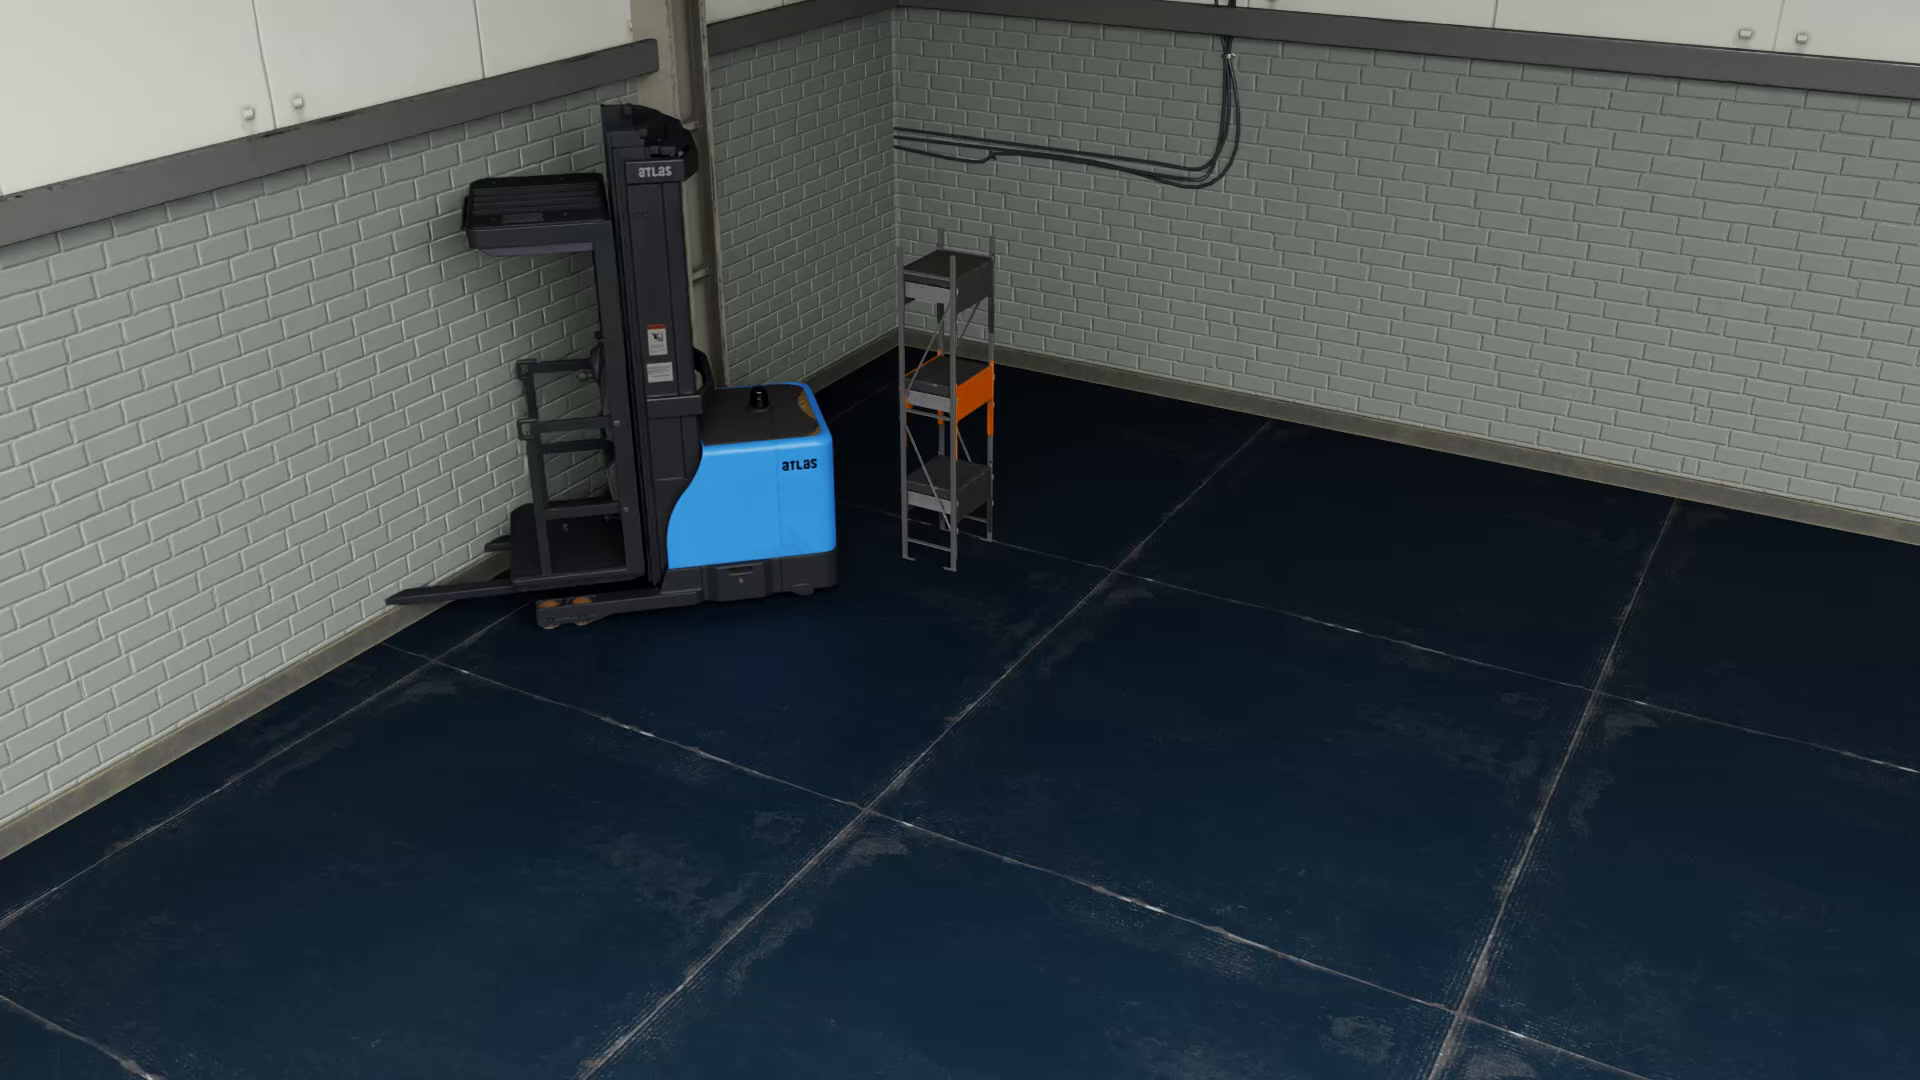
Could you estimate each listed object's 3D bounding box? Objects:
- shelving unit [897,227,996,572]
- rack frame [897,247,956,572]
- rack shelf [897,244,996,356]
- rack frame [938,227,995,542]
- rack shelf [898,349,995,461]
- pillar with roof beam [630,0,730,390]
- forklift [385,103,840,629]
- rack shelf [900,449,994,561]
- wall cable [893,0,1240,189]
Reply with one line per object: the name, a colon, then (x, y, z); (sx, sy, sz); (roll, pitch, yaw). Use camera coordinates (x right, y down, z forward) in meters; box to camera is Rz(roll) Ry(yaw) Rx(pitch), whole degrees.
shelving unit: (-0.081, -0.874, 10.571); (0.431, 2.100, 0.503); (14, 30, 26)
rack frame: (-0.201, -0.779, 10.381); (0.400, 2.100, 0.015); (14, 30, 26)
rack shelf: (-0.081, -1.488, 10.264); (0.431, 0.518, 0.480); (14, 30, 26)
rack frame: (0.039, -0.970, 10.761); (0.400, 2.100, 0.015); (14, 30, 26)
rack shelf: (-0.081, -0.862, 10.577); (0.431, 0.518, 0.480); (14, 30, 26)
pillar with roof beam: (1.857, -3.607, 8.322); (9.100, 9.000, 0.400); (14, 30, 26)
forklift: (-2.332, -1.031, 9.955); (3.031, 2.935, 1.130); (-6, 27, -12)
rack shelf: (-0.081, -0.236, 10.890); (0.431, 0.518, 0.480); (14, 30, 26)
wall cable: (0.709, -4.023, 12.623); (3.097, 2.526, 0.112); (14, 30, 26)
